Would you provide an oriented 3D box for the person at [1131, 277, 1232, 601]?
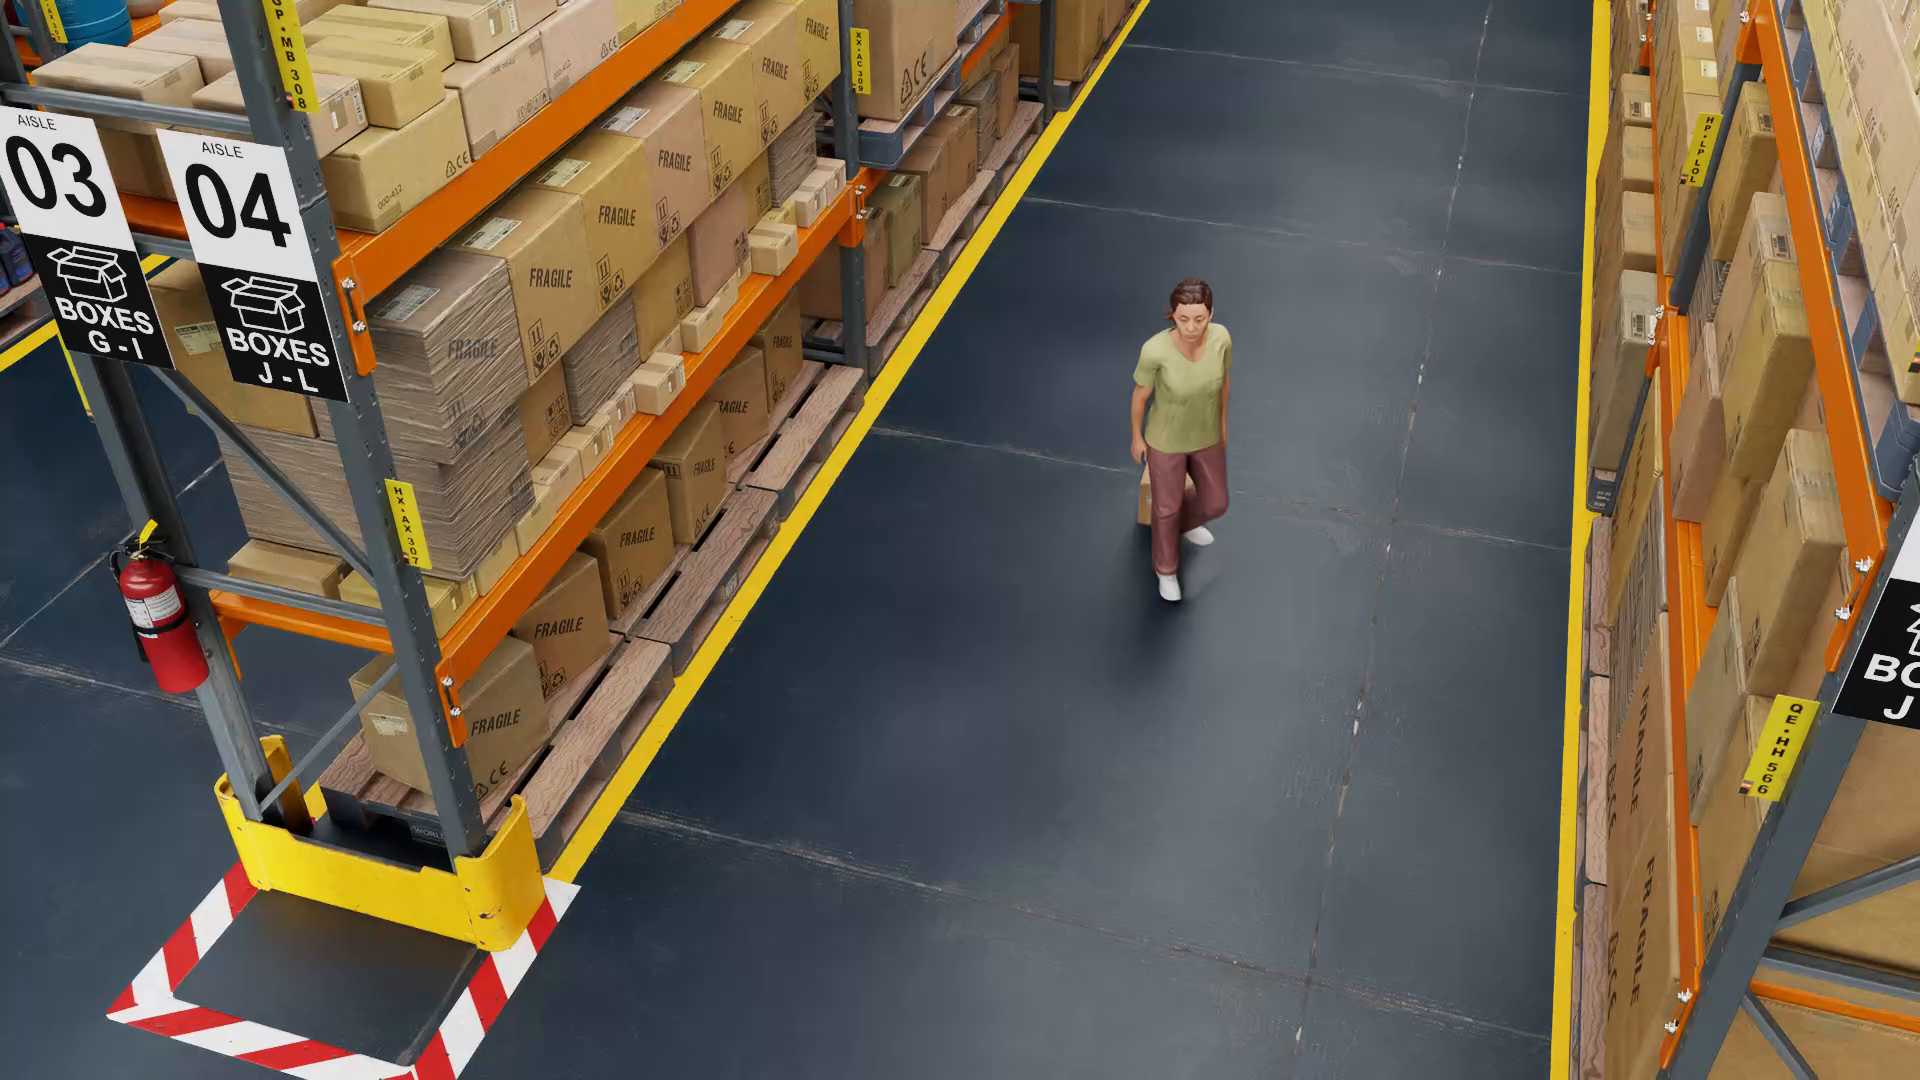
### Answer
[{"bbox_3d":[0.996,-0.505,7.559,0.519,1.666,0.512,-9,38,-12],"label":"person"}]
